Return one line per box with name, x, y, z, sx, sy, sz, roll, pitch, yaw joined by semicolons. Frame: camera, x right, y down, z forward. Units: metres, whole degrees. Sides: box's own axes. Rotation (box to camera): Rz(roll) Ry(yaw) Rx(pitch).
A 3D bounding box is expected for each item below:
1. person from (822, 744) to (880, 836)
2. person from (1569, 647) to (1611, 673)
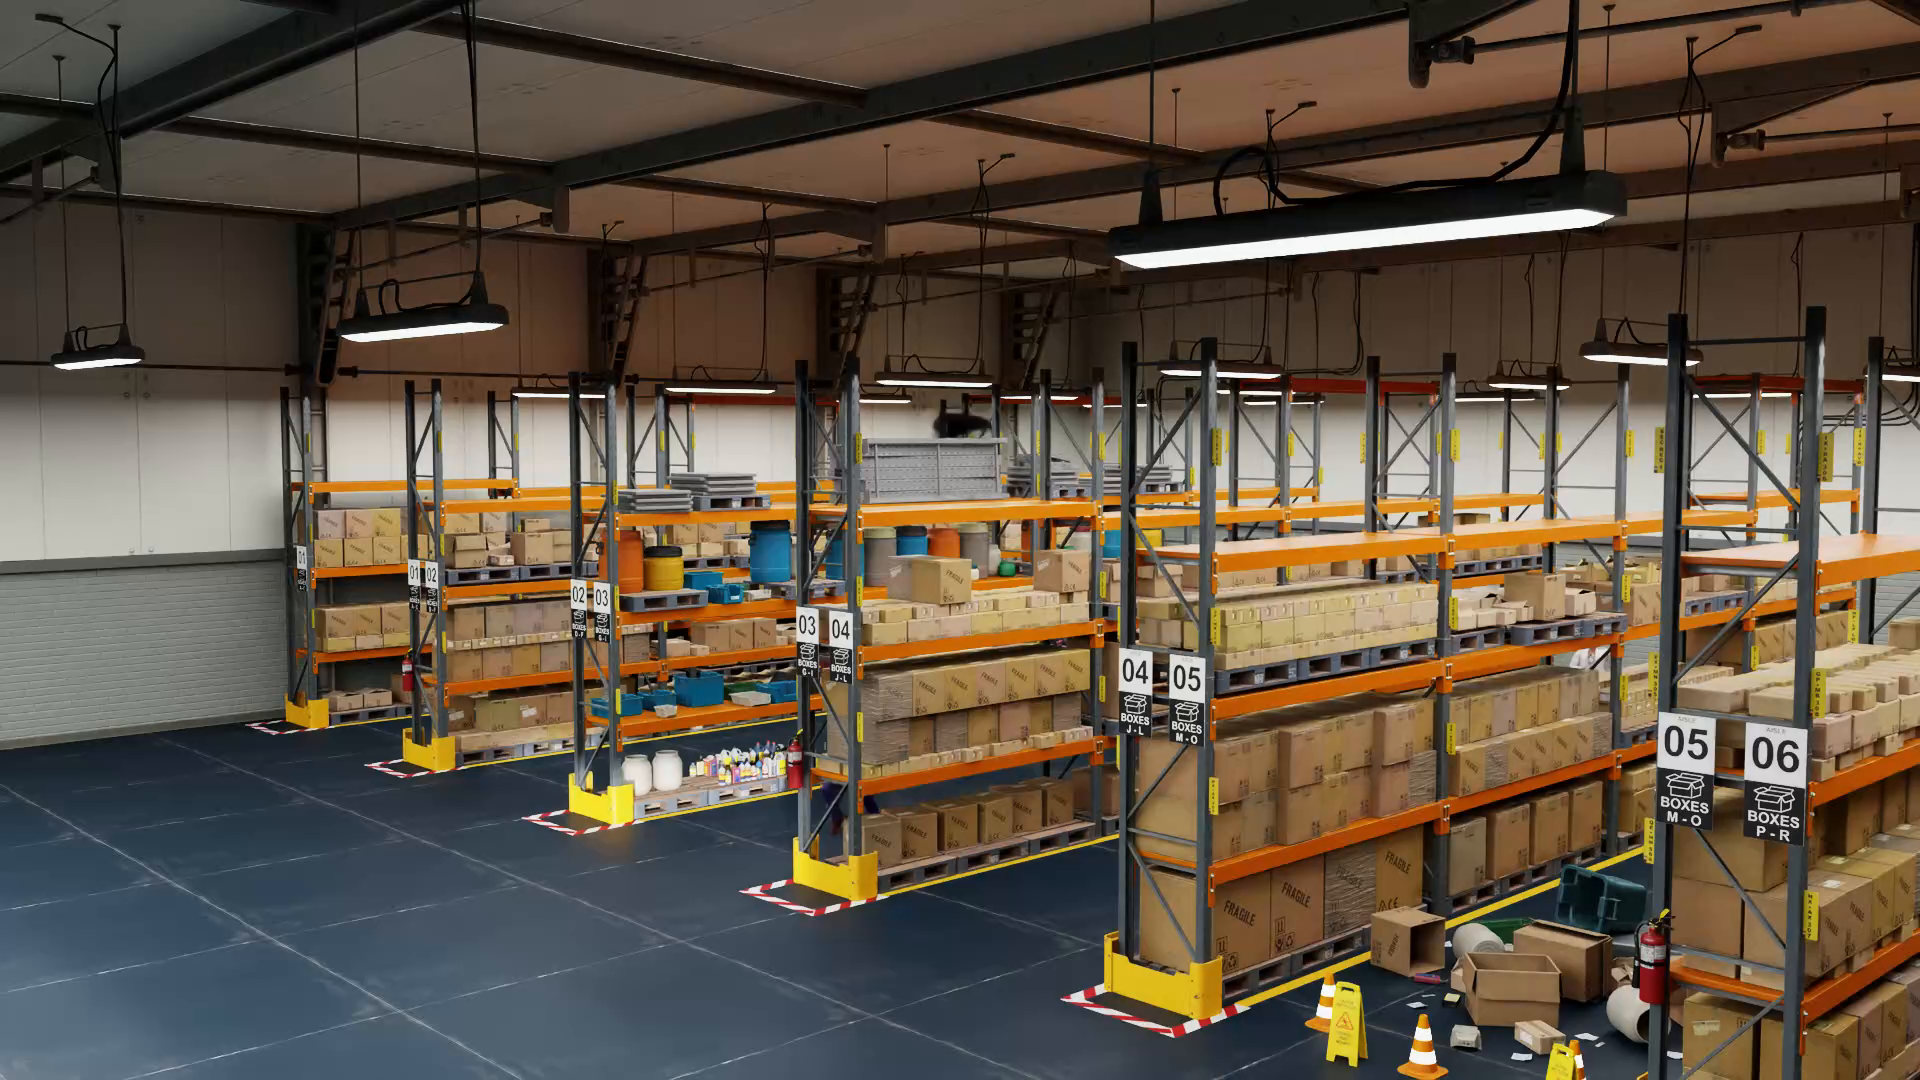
person;-1.393;2.995;21.464;0.903;1.635;0.596;-3;5;-42
person;10.609;2.490;27.940;0.725;1.775;1.064;3;4;35
